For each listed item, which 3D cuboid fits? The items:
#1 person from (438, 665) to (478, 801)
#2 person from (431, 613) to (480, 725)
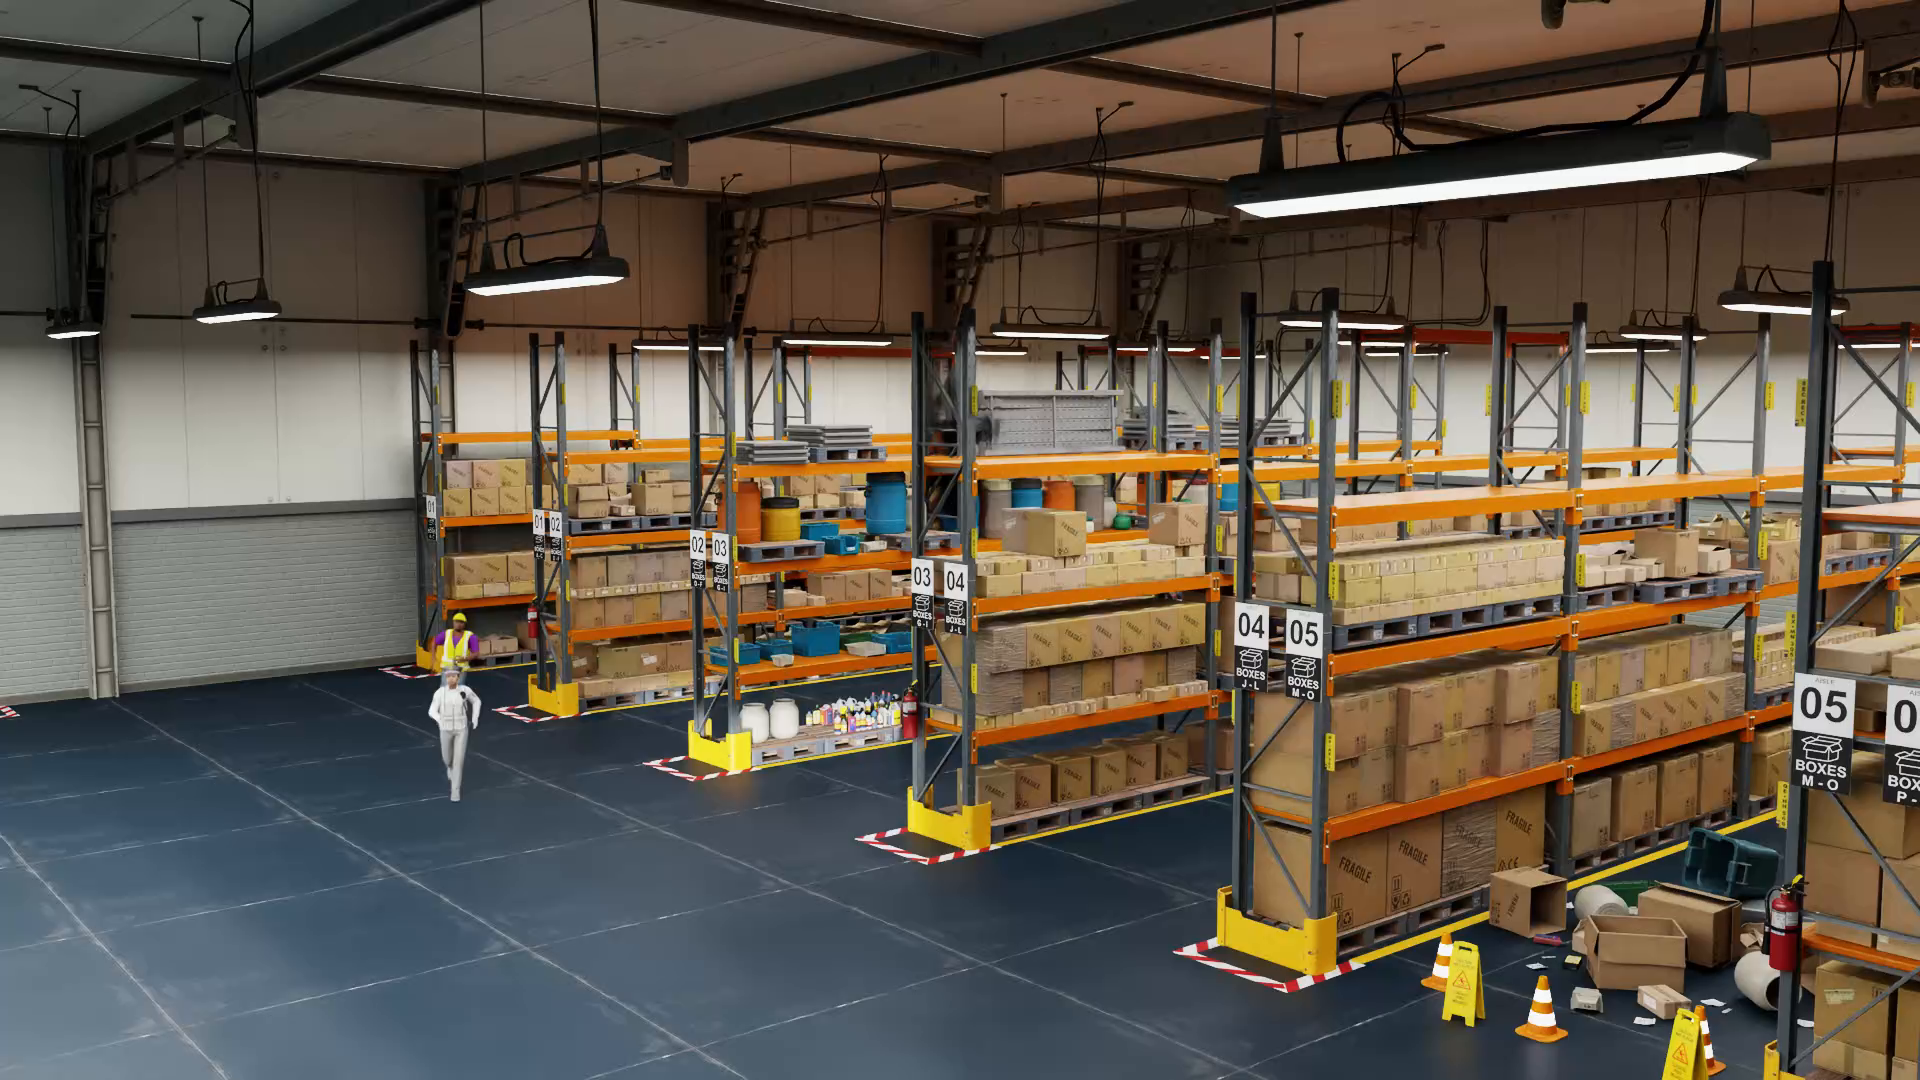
[{"bbox_3d":[-6.333,2.389,20.980,0.485,1.661,0.938,-1,5,-13],"label":"person"},{"bbox_3d":[-7.669,1.965,25.269,0.723,1.703,0.632,-1,5,-16],"label":"person"}]
